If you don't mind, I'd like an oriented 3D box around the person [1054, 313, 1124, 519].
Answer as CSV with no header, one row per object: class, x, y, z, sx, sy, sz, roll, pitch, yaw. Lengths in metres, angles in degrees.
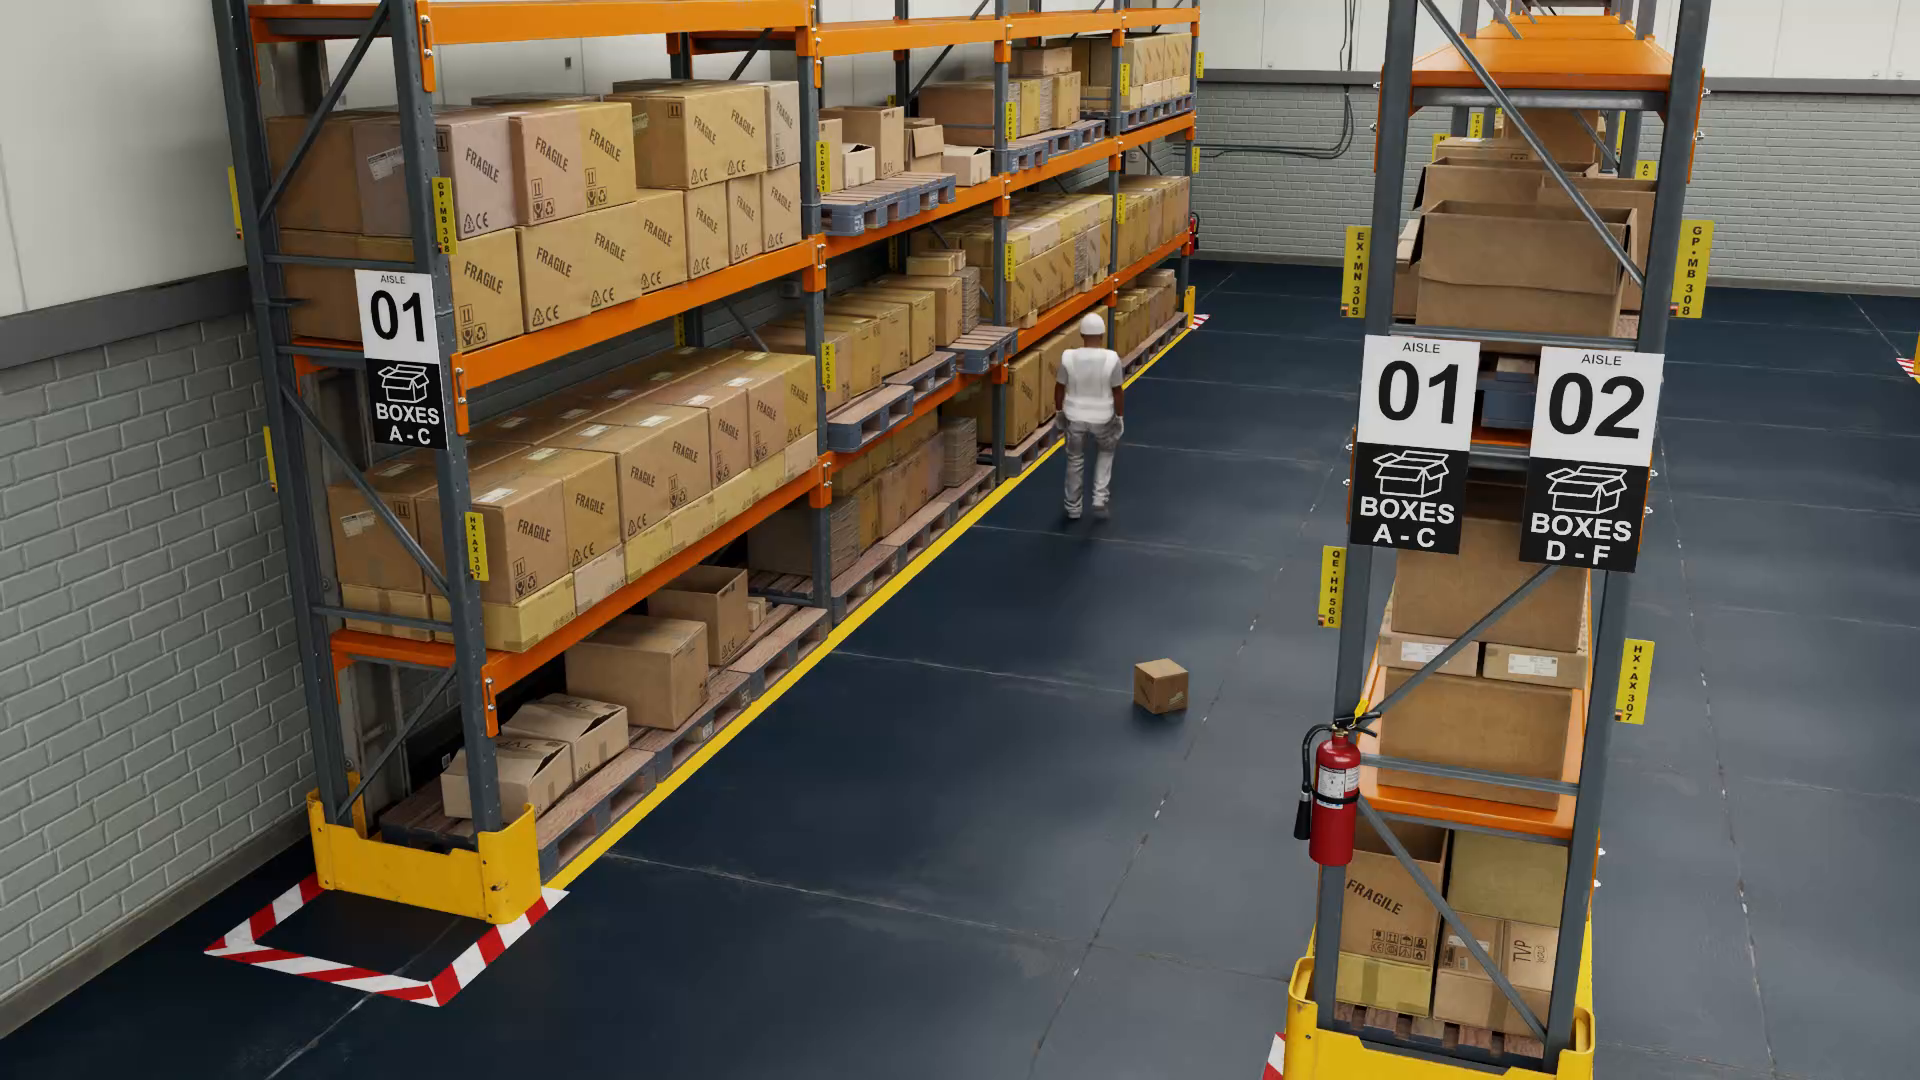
person,1.097,-1.035,14.114,0.594,1.812,0.453,3,19,8
